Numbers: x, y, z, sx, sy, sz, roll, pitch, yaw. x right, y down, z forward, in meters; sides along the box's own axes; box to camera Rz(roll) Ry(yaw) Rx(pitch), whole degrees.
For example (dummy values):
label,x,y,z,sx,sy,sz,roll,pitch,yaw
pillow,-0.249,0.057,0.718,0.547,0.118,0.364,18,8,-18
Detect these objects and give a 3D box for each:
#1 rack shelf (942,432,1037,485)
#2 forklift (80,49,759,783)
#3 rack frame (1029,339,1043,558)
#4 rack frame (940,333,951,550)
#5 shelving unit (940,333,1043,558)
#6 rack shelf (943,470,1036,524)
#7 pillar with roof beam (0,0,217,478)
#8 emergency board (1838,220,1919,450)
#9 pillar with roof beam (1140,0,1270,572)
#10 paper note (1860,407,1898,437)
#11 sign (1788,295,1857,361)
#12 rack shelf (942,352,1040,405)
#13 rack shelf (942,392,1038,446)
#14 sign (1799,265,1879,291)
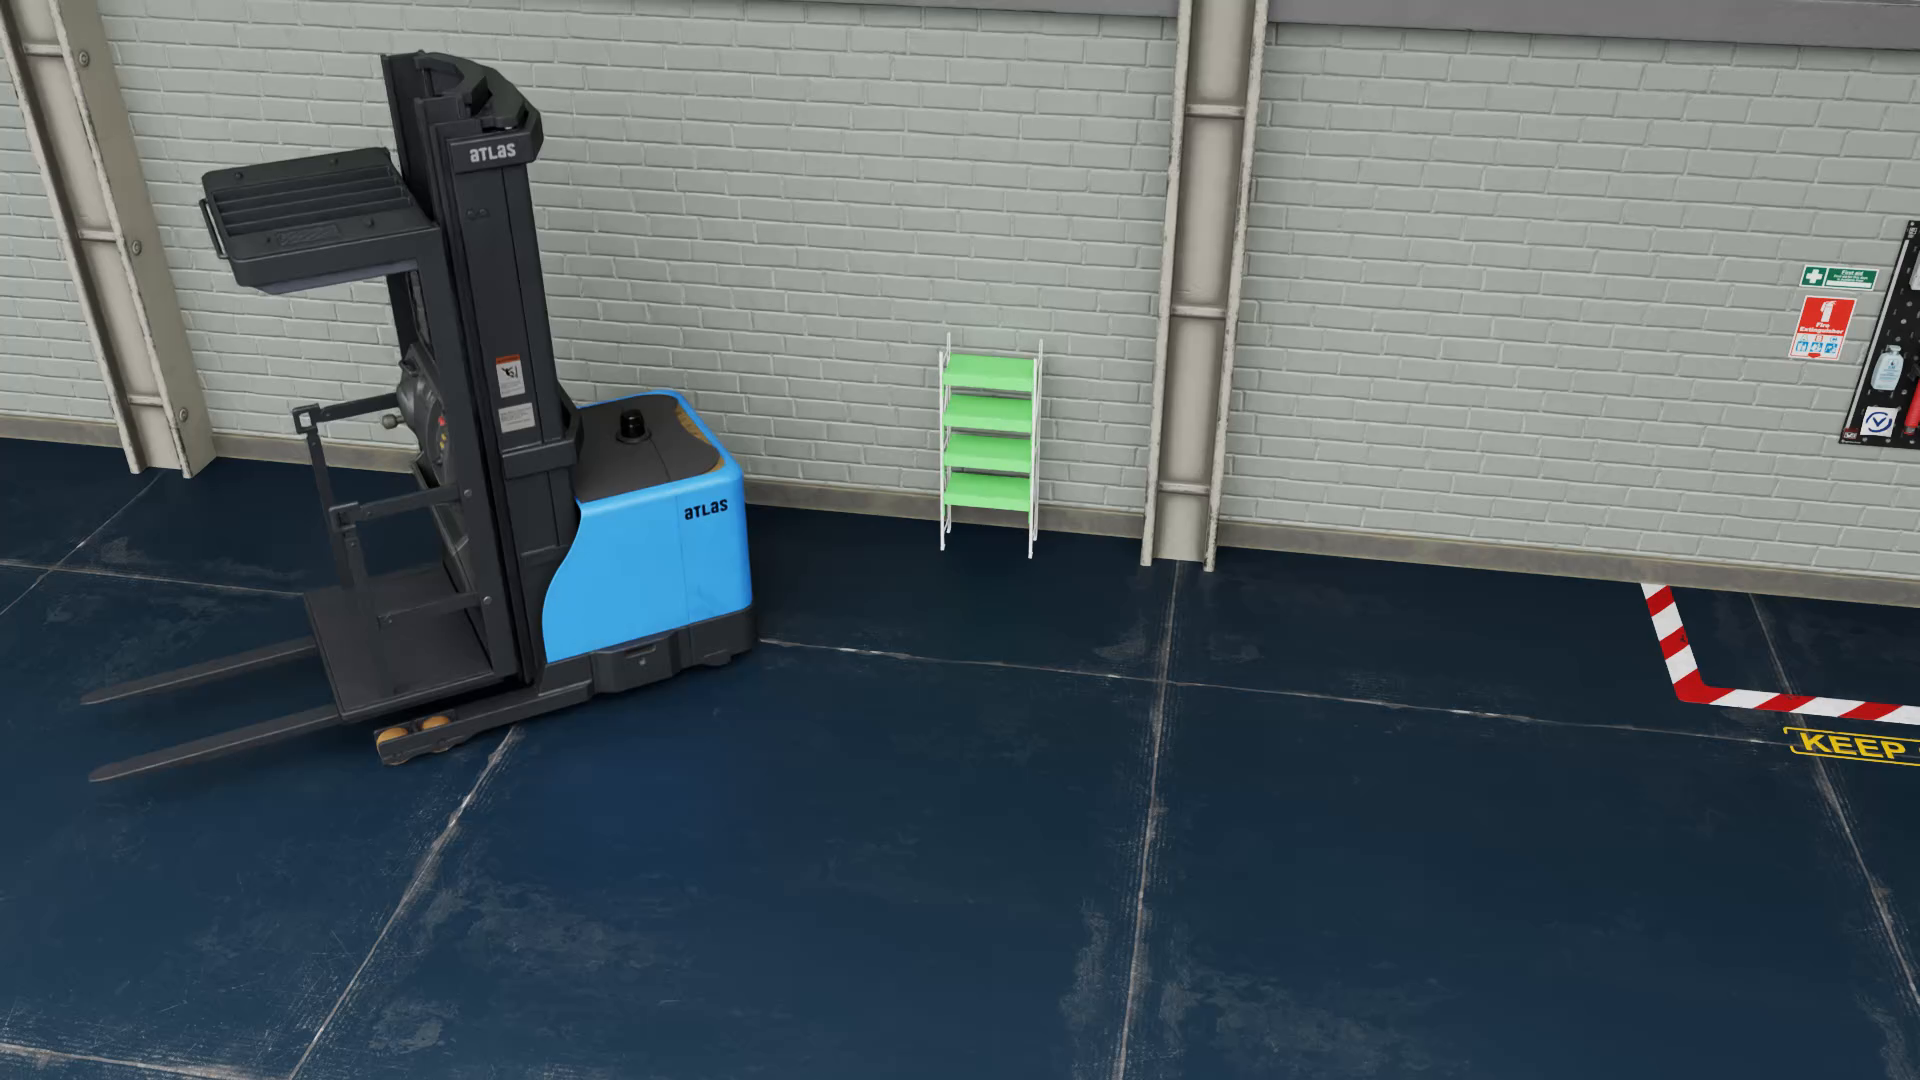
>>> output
label,x,y,z,sx,sy,sz,roll,pitch,yaw
rack shelf,0.163,-0.440,8.942,0.480,0.148,0.258,5,32,8
forklift,-2.557,-0.536,7.344,3.031,2.935,1.130,-15,35,-23
rack frame,0.404,-0.472,8.873,0.015,1.200,0.240,5,32,8
rack frame,-0.077,-0.516,8.943,0.015,1.200,0.240,5,32,8
shelving unit,0.163,-0.494,8.908,0.503,1.200,0.258,5,32,8
rack shelf,0.163,-0.236,9.069,0.480,0.148,0.258,5,32,8
pillar with roof beam,-5.437,-2.025,4.004,0.400,9.000,9.100,5,32,8
emergency board,4.681,-0.913,7.882,0.626,1.169,0.157,5,32,8
pillar with roof beam,0.477,-1.490,3.148,0.400,9.000,9.100,5,32,8
paper note,4.523,-0.582,8.182,0.142,0.148,0.016,5,32,8
sign,4.159,-1.022,8.021,0.234,0.329,0.001,5,32,8
rack shelf,0.163,-0.847,8.687,0.480,0.148,0.258,5,32,8
rack shelf,0.163,-0.643,8.815,0.480,0.148,0.258,5,32,8
sign,4.162,-1.241,7.873,0.331,0.109,0.001,5,32,8
